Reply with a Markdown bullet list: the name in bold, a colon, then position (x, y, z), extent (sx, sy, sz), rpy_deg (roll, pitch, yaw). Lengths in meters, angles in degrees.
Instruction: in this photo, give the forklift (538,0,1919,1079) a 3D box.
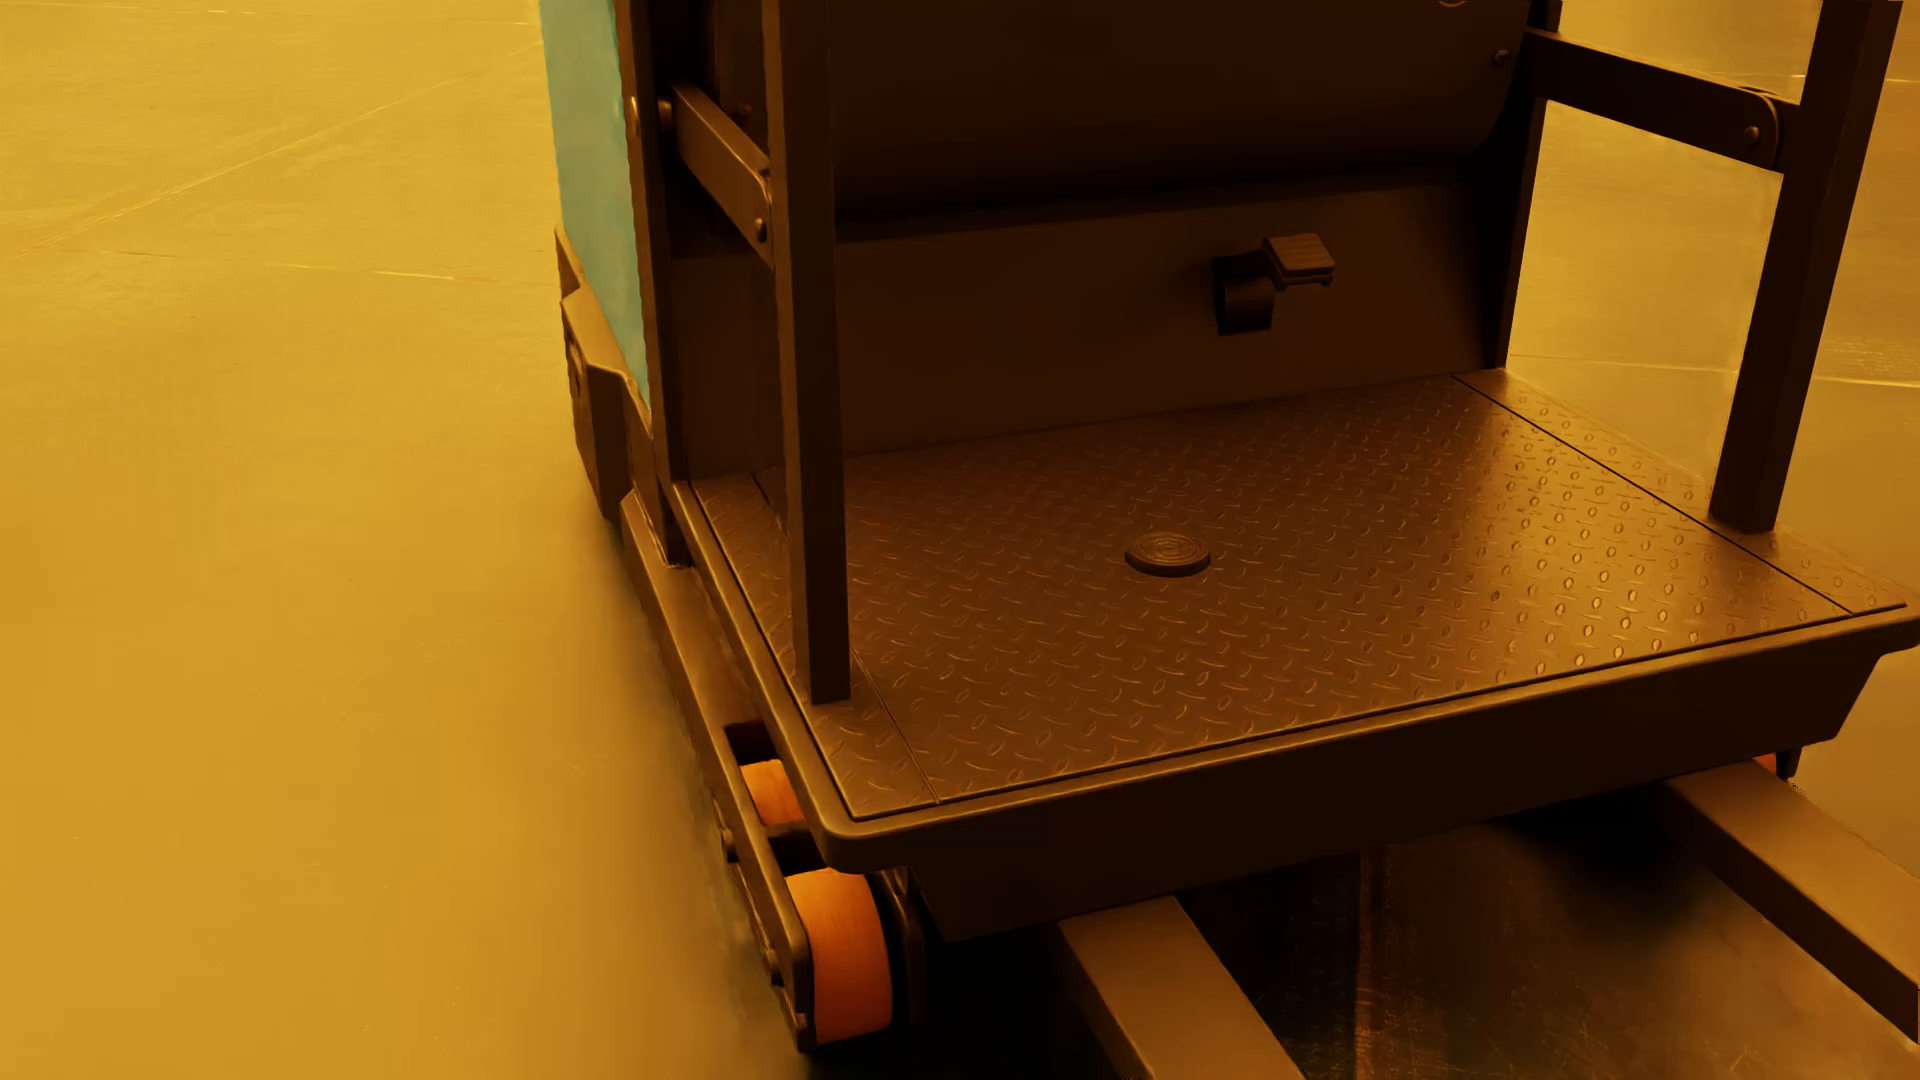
- **forklift**: position (0.260, -1.044, 1.316), extent (1.130, 2.935, 3.031), rpy_deg (-9, 28, -17)
